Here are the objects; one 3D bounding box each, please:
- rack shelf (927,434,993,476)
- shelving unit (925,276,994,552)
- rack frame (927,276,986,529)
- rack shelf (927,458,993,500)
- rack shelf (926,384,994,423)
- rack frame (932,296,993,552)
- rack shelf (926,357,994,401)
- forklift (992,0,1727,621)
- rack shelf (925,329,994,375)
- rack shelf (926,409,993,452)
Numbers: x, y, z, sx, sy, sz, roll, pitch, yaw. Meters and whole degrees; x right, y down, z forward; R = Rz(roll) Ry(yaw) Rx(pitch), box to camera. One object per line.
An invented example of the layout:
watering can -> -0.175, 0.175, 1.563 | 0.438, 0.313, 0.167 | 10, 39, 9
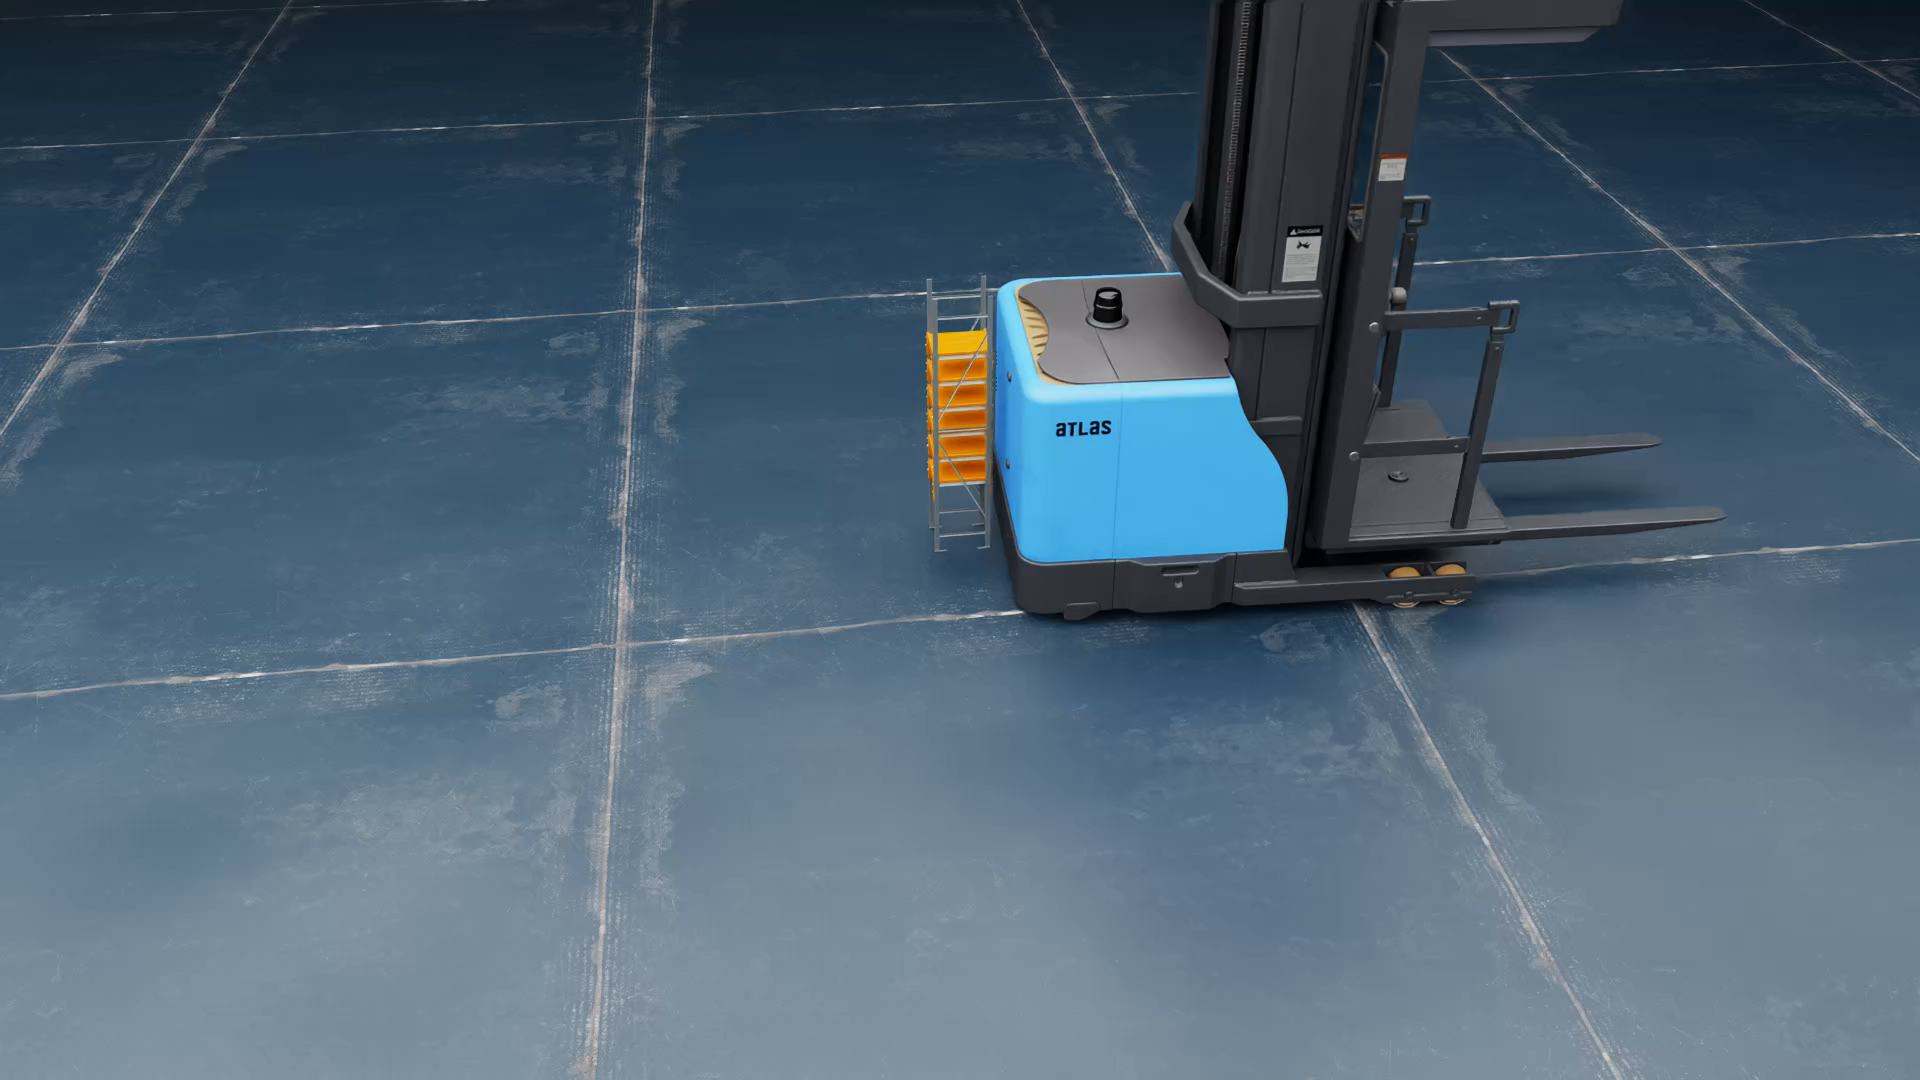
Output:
rack shelf -> -0.002, -0.368, 7.017 | 0.258, 0.103, 0.180 | -4, 35, -6
shelving unit -> -0.002, -0.504, 6.924 | 0.258, 1.200, 0.189 | -4, 35, -6
rack frame -> -0.014, -0.555, 6.999 | 0.240, 1.200, 0.006 | -4, 35, -6
rack shelf -> -0.002, -0.269, 7.084 | 0.258, 0.103, 0.180 | -4, 35, -6
rack shelf -> -0.002, -0.566, 6.881 | 0.258, 0.103, 0.180 | -4, 35, -6
rack frame -> 0.010, -0.453, 6.849 | 0.240, 1.200, 0.006 | -4, 35, -6
rack shelf -> -0.002, -0.665, 6.814 | 0.258, 0.103, 0.180 | -4, 35, -6
forklift -> 1.691, -1.227, 6.448 | 3.031, 2.935, 1.130 | -3, 34, -5
rack shelf -> -0.002, -0.765, 6.746 | 0.258, 0.103, 0.180 | -4, 35, -6
rack shelf -> -0.002, -0.467, 6.949 | 0.258, 0.103, 0.180 | -4, 35, -6
